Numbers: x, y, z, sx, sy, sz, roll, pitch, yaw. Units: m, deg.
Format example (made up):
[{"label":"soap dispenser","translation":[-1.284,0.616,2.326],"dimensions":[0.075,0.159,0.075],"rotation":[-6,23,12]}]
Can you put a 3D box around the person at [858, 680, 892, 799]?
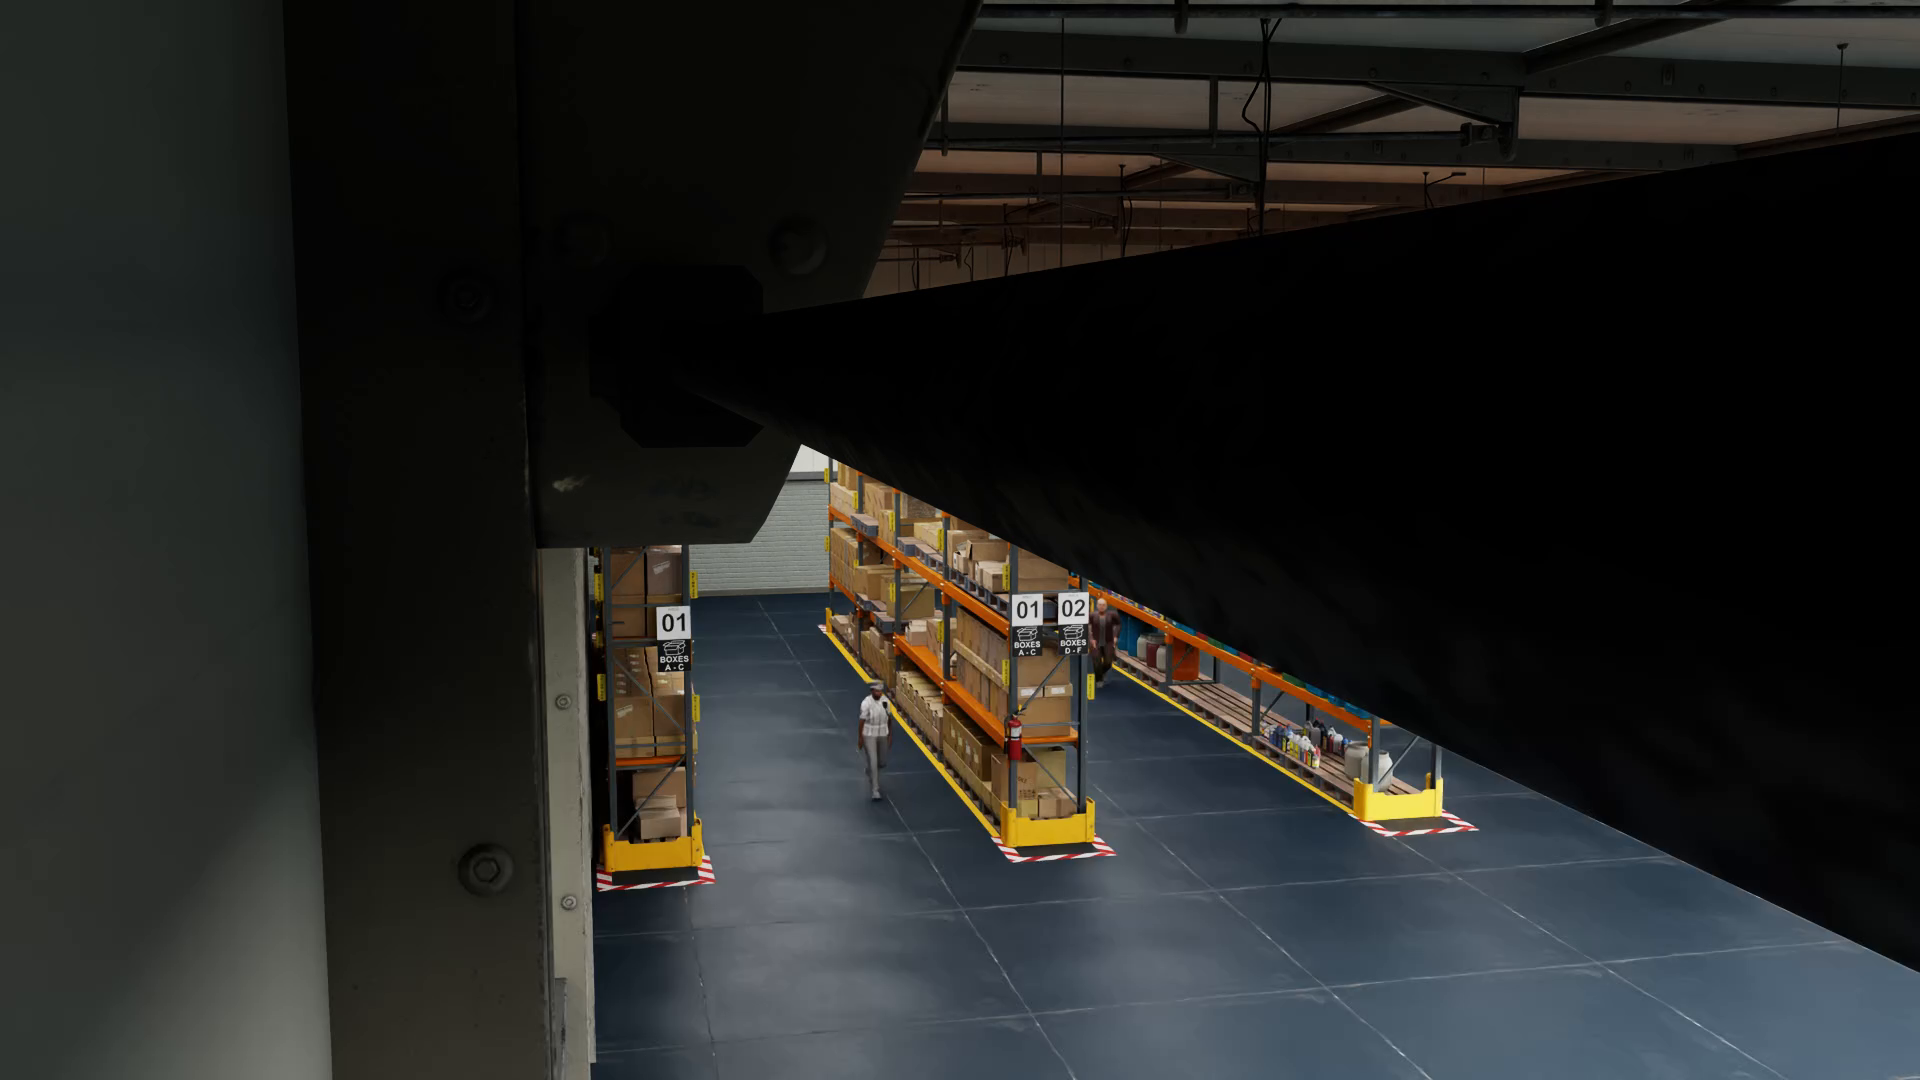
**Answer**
[{"label":"person","translation":[-1.198,2.746,23.386],"dimensions":[0.479,1.628,0.928],"rotation":[-4,8,-27]}]

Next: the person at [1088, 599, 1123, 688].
[{"label":"person","translation":[2.604,1.888,30.484],"dimensions":[0.752,1.689,0.630],"rotation":[0,7,-2]}]
